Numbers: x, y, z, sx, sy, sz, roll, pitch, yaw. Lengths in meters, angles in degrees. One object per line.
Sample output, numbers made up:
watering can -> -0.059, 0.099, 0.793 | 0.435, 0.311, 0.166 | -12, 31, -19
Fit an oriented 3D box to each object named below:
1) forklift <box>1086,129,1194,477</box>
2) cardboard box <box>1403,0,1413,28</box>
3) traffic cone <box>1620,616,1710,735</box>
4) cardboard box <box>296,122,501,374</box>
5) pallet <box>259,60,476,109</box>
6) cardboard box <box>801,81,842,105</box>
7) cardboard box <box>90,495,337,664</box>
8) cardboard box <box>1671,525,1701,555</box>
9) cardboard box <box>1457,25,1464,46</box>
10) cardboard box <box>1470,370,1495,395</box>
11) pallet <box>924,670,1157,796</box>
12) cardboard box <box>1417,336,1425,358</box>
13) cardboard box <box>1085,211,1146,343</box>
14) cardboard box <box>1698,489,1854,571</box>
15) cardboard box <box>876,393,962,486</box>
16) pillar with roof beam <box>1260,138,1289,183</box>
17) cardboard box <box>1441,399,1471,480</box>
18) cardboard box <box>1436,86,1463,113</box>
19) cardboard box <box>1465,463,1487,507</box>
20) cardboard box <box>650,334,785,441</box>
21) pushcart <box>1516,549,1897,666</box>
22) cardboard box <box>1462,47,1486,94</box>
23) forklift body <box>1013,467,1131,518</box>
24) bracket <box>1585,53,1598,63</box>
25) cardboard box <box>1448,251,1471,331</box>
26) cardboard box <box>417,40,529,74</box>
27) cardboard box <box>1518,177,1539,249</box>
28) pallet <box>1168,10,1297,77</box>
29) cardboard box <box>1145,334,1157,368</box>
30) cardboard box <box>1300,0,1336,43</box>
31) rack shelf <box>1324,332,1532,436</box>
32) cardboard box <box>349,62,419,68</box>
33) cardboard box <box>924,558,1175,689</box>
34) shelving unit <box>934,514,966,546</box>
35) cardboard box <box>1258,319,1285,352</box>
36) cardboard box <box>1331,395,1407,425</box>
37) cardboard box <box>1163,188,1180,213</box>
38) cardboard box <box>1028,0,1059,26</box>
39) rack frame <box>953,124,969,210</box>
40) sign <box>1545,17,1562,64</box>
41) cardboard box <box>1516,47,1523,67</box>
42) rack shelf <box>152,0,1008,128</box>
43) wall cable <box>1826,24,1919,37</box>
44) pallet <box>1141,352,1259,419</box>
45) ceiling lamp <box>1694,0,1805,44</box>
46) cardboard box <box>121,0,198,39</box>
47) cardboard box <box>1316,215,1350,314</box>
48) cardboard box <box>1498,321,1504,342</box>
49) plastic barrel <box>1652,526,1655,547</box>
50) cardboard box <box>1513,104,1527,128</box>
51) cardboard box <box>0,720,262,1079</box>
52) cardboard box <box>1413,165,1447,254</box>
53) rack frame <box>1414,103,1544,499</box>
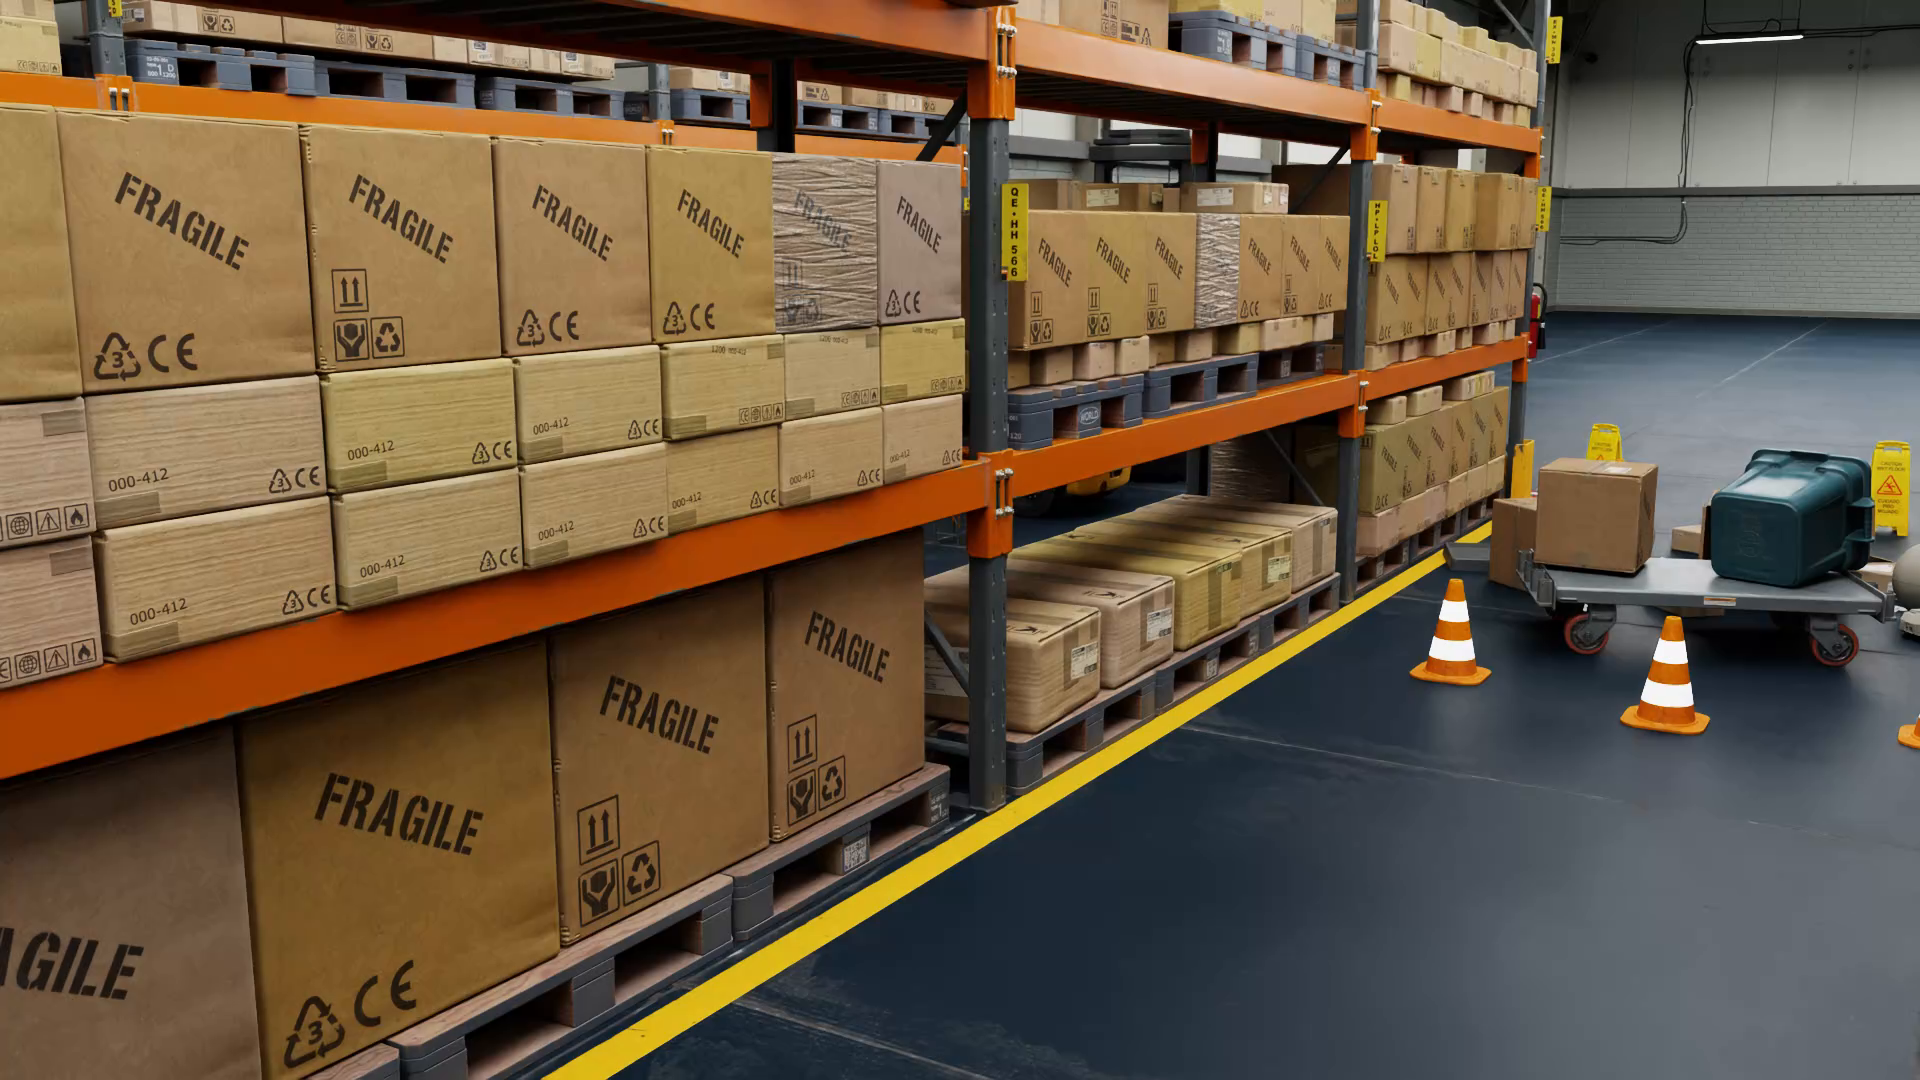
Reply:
forklift -> 1.690, -2.202, 15.164 | 1.130, 2.935, 3.031 | 2, 11, 10
cardboard box -> 2.340, -2.965, 9.421 | 0.380, 0.149, 0.250 | 7, 13, 32
traffic cone -> 3.045, 0.556, 7.140 | 0.336, 0.463, 0.334 | 6, 12, 31
cardboard box -> -1.389, -0.646, 3.679 | 0.500, 0.500, 0.500 | 6, 12, 29
pallet -> -3.679, -2.678, 9.884 | 1.003, 0.211, 1.213 | 7, 13, 33
cardboard box -> -1.355, -3.711, 13.196 | 0.797, 0.503, 0.637 | 7, 13, 33
cardboard box -> -1.644, 0.046, 3.380 | 0.500, 0.250, 0.500 | 6, 12, 29
cardboard box -> 4.911, 0.011, 10.908 | 0.250, 0.149, 0.380 | -6, 12, -28
cardboard box -> 2.967, -3.174, 10.536 | 0.380, 0.149, 0.250 | 7, 13, 32
cardboard box -> 3.538, -1.117, 11.714 | 0.380, 0.149, 0.250 | 7, 13, 32
pallet -> 0.118, 0.716, 6.968 | 1.003, 0.211, 1.213 | 6, 12, 31
cardboard box -> 2.694, -1.226, 10.448 | 0.380, 0.149, 0.250 | 6, 12, 30
cardboard box -> 0.407, -1.065, 6.682 | 0.500, 0.500, 0.500 | 7, 13, 34
cardboard box -> 4.638, 0.037, 9.436 | 0.797, 0.637, 0.503 | 6, 12, 31
cardboard box -> -0.330, -0.353, 5.513 | 0.500, 0.250, 0.500 | 6, 12, 29
pillar with roof beam -> 8.398, -6.665, 22.513 | 9.100, 9.000, 0.400 | 6, 12, 31
cardboard box -> 3.135, -0.701, 11.255 | 0.500, 0.500, 0.500 | 6, 12, 29
cardboard box -> 2.903, -2.731, 10.338 | 0.380, 0.149, 0.250 | 6, 12, 30
cardboard box -> 3.399, -0.411, 11.743 | 0.500, 0.250, 0.500 | 6, 12, 31
cardboard box -> -0.835, -0.440, 4.614 | 0.500, 0.250, 0.500 | 6, 12, 29
pushcart -> 3.762, 0.338, 8.536 | 1.648, 0.377, 0.936 | 2, 11, 11
cardboard box -> 3.041, -2.990, 10.634 | 0.500, 0.250, 0.500 | 7, 12, 31
forklift body -> 0.195, -1.374, 12.861 | 2.313, 2.155, 1.214 | 6, 12, 31
bracket -> 15.813, -12.080, 41.659 | 0.235, 0.232, 0.430 | 6, 12, 31
cardboard box -> 3.012, -1.639, 10.891 | 0.500, 0.500, 0.500 | 7, 12, 31
cardboard box -> -3.023, -3.062, 10.253 | 0.500, 0.311, 0.500 | 6, 12, 29
cardboard box -> 3.786, -2.375, 12.107 | 0.700, 0.500, 0.500 | 6, 12, 29
pallet -> 0.840, -2.292, 7.820 | 1.213, 0.211, 1.003 | 6, 12, 31
cardboard box -> 0.615, -0.814, 7.108 | 0.380, 0.149, 0.250 | 7, 13, 34
cardboard box -> 1.608, -2.662, 8.551 | 0.500, 0.250, 0.500 | 6, 12, 30
rack shelf -> 2.826, -1.121, 11.163 | 1.077, 0.370, 4.000 | 6, 12, 31
cardboard box -> -3.493, -2.962, 10.111 | 0.380, 0.166, 0.250 | 6, 12, 31
cardboard box -> 0.389, 0.349, 7.353 | 0.950, 0.372, 0.625 | 6, 12, 30
shelving unit -> -0.028, -0.508, 11.227 | 0.215, 1.050, 0.252 | 6, 12, 31
cardboard box -> 1.372, -1.012, 8.164 | 0.380, 0.149, 0.250 | 7, 12, 31
cardboard box -> 2.441, -0.784, 9.934 | 0.380, 0.149, 0.250 | 7, 12, 32
cardboard box -> 1.241, -1.841, 9.067 | 0.380, 0.149, 0.250 | 6, 12, 30
cardboard box -> 0.152, -2.013, 6.185 | 0.396, 0.266, 0.258 | 6, 12, 31
rack frame -> -0.380, -2.263, 15.307 | 1.000, 3.000, 0.127 | 6, 12, 31
sign -> 4.328, -3.643, 12.119 | 0.100, 0.325, 0.005 | 6, 12, 31
cardboard box -> 3.774, -3.414, 11.818 | 0.380, 0.149, 0.250 | 7, 12, 32
rack shelf -> -1.327, -1.338, 4.166 | 1.077, 0.370, 4.000 | 6, 12, 31
wall cable -> 21.680, -12.881, 38.074 | 3.097, 2.526, 0.112 | 6, 12, 31
pallet -> 0.704, -0.752, 7.758 | 1.003, 0.211, 1.213 | 6, 12, 31
ceiling lamp -> 16.117, -11.714, 33.625 | 2.000, 3.185, 0.800 | 6, 12, 31
cardboard box -> -4.093, -2.646, 8.422 | 0.380, 0.166, 0.250 | 6, 12, 31
cardboard box -> 1.744, -1.468, 8.836 | 0.500, 0.500, 0.500 | 6, 12, 30
cardboard box -> 3.665, -1.498, 11.903 | 0.380, 0.149, 0.250 | 6, 12, 30
plastic barrel -> 4.086, -0.054, 10.506 | 0.421, 0.421, 0.512 | -4, 11, -18
cardboard box -> 3.817, -3.015, 11.856 | 0.380, 0.149, 0.250 | 6, 12, 31
cardboard box -> -2.112, 0.830, 3.414 | 0.875, 0.875, 0.875 | 7, 13, 32
cardboard box -> 2.485, -1.974, 9.965 | 0.700, 0.500, 0.500 | 6, 12, 31
rack frame -> 3.864, -1.790, 12.777 | 1.000, 3.000, 0.127 | 6, 12, 31
